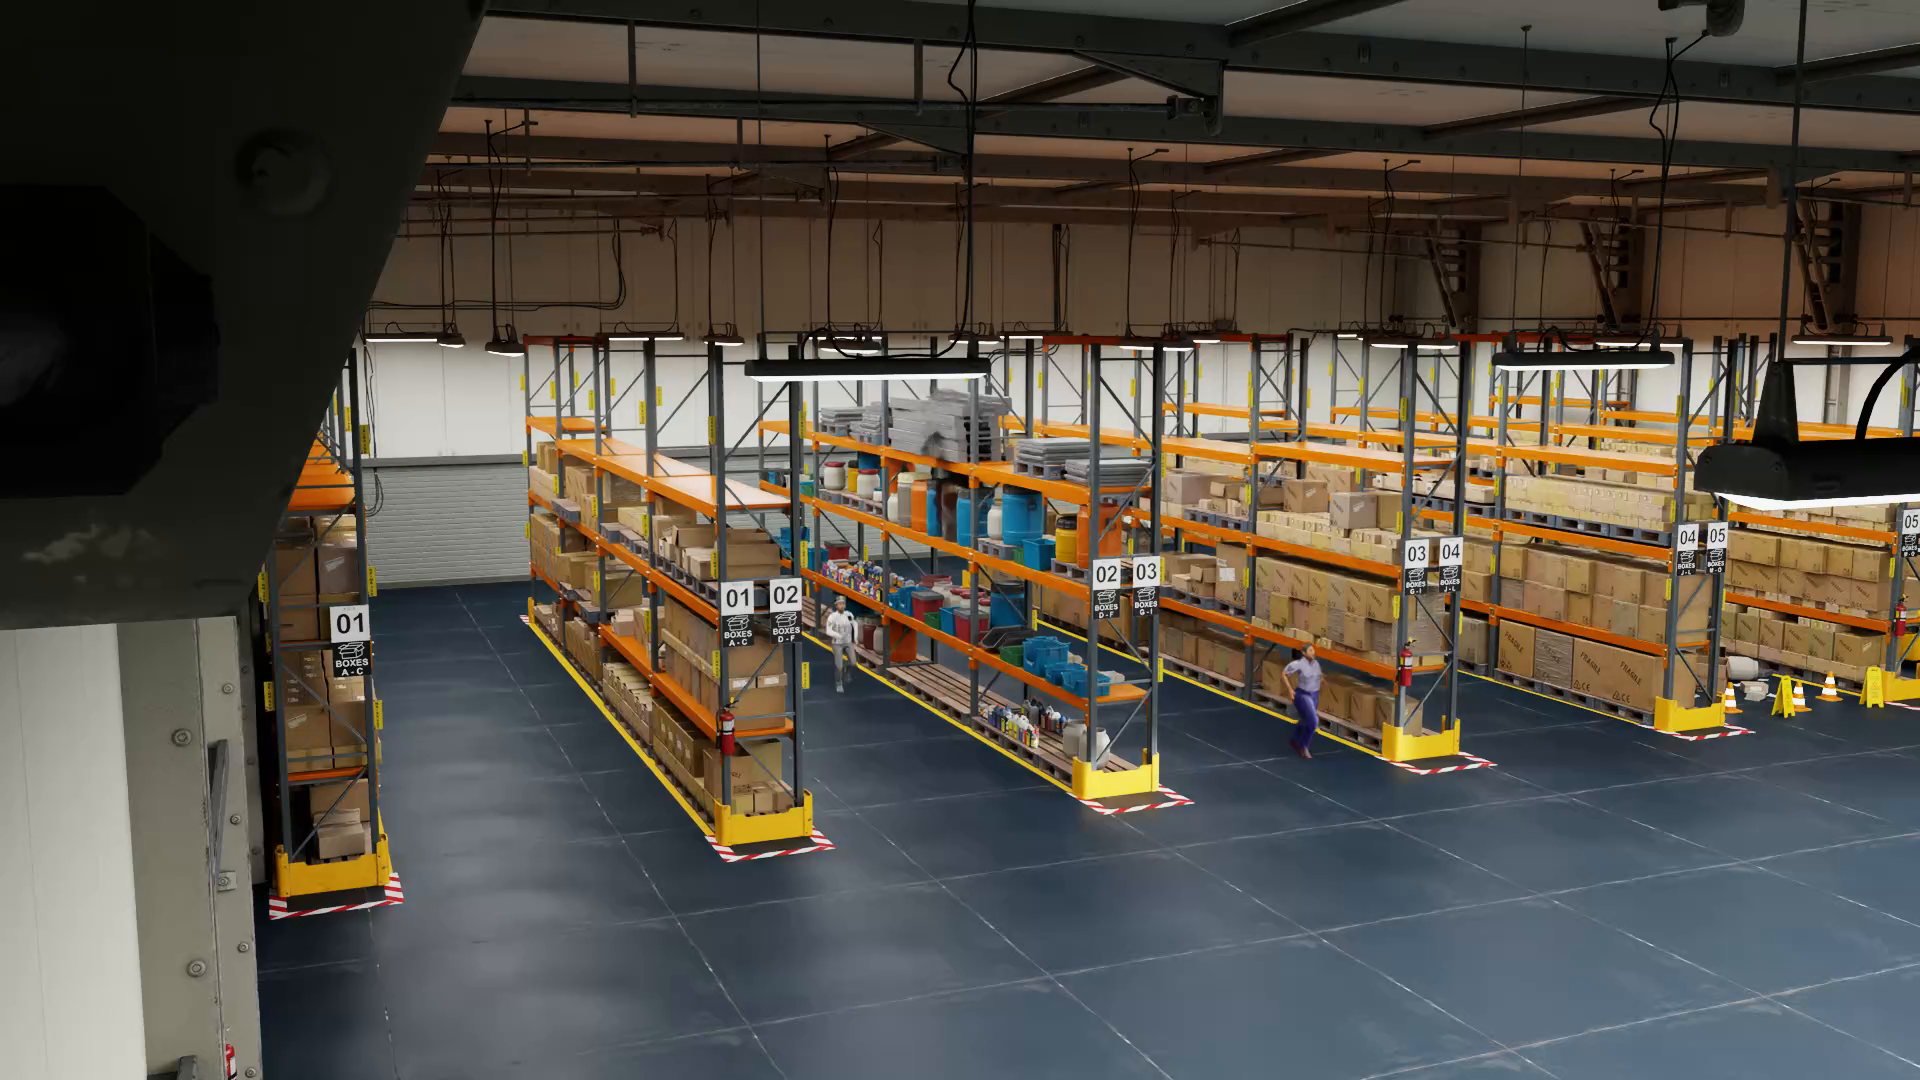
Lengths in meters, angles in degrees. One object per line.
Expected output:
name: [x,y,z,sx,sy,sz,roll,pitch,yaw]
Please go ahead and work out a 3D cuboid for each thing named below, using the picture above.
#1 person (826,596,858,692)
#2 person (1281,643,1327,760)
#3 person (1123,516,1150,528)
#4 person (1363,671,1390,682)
person: [-1.961,1.771,28.269,0.623,1.665,0.540,-3,8,-24]
person: [5.023,2.331,24.106,0.579,1.691,0.717,-6,10,-39]
person: [4.283,0.007,41.099,0.767,1.826,0.782,7,11,44]
person: [7.403,1.594,29.073,0.746,1.767,0.883,-6,10,-37]
